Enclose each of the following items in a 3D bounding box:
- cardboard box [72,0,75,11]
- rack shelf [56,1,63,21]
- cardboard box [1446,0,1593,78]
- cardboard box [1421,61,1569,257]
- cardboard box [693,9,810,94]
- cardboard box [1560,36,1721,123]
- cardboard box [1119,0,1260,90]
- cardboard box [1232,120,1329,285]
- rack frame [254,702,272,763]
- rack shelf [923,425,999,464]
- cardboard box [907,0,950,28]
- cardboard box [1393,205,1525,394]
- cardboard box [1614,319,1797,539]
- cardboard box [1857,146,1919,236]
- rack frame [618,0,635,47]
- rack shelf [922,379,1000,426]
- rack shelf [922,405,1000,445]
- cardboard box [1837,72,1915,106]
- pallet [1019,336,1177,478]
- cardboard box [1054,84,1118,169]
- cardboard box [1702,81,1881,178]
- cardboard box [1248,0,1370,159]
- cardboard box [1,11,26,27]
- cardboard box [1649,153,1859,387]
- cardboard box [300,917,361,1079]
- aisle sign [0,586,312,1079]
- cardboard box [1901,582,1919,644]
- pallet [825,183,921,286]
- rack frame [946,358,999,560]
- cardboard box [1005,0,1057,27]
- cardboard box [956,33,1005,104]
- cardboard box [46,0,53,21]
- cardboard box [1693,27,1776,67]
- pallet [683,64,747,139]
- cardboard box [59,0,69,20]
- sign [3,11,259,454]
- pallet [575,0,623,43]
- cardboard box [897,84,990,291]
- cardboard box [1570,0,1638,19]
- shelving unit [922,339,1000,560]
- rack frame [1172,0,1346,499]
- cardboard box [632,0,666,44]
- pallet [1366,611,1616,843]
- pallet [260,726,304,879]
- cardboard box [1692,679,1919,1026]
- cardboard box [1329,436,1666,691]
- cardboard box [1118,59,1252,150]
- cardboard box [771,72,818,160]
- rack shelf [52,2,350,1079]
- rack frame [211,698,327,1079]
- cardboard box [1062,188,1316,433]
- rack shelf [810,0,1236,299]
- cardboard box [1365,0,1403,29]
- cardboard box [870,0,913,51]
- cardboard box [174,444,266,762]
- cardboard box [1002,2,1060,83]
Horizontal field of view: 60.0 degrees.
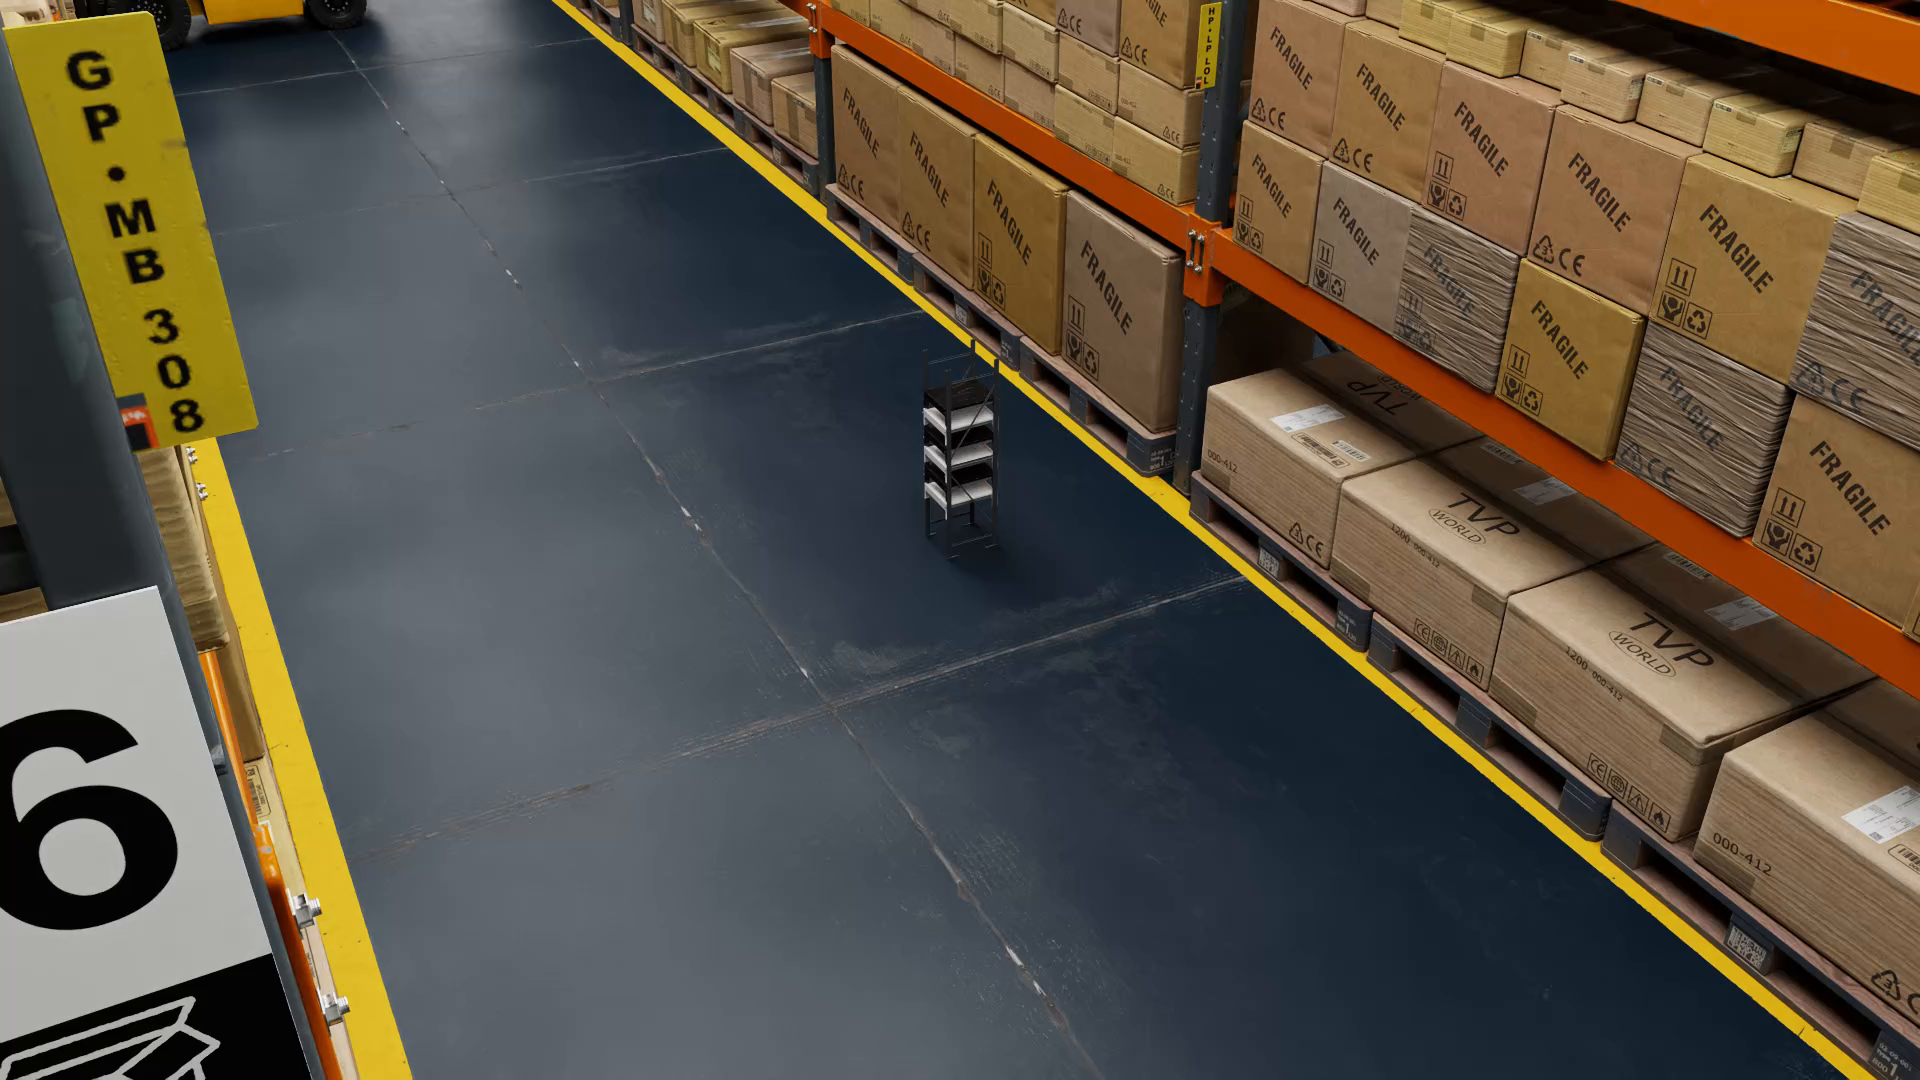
[{"bbox_3d":[-7.089,-4.195,12.713,0.500,0.250,0.500,-16,36,-24],"label":"cardboard box"},{"bbox_3d":[-3.878,-2.271,5.900,1.077,0.370,4.000,-16,36,-23],"label":"rack shelf"},{"bbox_3d":[1.811,-1.629,5.391,0.380,0.149,0.250,-17,36,-24],"label":"cardboard box"},{"bbox_3d":[1.910,-1.291,5.466,0.500,0.500,0.500,-15,36,-22],"label":"cardboard box"},{"bbox_3d":[-1.376,-3.571,12.090,0.950,0.372,0.625,-15,35,-22],"label":"cardboard box"},{"bbox_3d":[2.054,-1.395,5.026,0.380,0.149,0.250,-16,36,-23],"label":"cardboard box"},{"bbox_3d":[1.013,-2.220,6.914,0.500,0.500,0.500,-15,35,-22],"label":"cardboard box"},{"bbox_3d":[1.431,-1.359,6.497,0.500,0.500,0.500,-15,35,-22],"label":"cardboard box"},{"bbox_3d":[-2.946,-0.356,5.025,1.000,3.000,0.127,-16,36,-23],"label":"rack frame"},{"bbox_3d":[0.004,-0.423,6.971,0.258,0.077,0.200,-16,36,-23],"label":"rack shelf"},{"bbox_3d":[0.058,-2.871,8.626,0.500,0.250,0.500,-16,36,-23],"label":"cardboard box"},{"bbox_3d":[1.888,-0.879,5.748,0.500,0.500,0.500,-16,36,-23],"label":"cardboard box"},{"bbox_3d":[2.380,-0.390,4.985,0.500,0.500,0.500,-15,36,-22],"label":"cardboard box"},{"bbox_3d":[2.548,-0.902,4.257,0.380,0.149,0.250,-15,36,-22],"label":"cardboard box"},{"bbox_3d":[-2.287,-5.424,12.936,1.000,3.000,0.127,-16,36,-23],"label":"rack frame"},{"bbox_3d":[0.004,-0.574,6.874,0.258,0.077,0.200,-16,36,-23],"label":"rack shelf"},{"bbox_3d":[0.004,-0.499,6.922,0.258,0.077,0.200,-16,36,-23],"label":"rack shelf"},{"bbox_3d":[2.796,-1.296,4.871,0.380,0.149,0.250,-16,36,-23],"label":"cardboard box"},{"bbox_3d":[1.017,-0.782,8.274,1.003,0.211,1.213,-16,36,-23],"label":"pallet"},{"bbox_3d":[0.775,-1.937,7.632,0.500,0.250,0.500,-16,36,-24],"label":"cardboard box"},{"bbox_3d":[2.320,-1.150,4.643,0.380,0.149,0.250,-15,36,-22],"label":"cardboard box"},{"bbox_3d":[1.451,-1.781,6.230,0.500,0.500,0.500,-16,36,-23],"label":"cardboard box"},{"bbox_3d":[-1.066,-0.258,1.491,0.500,0.250,0.500,-16,36,-24],"label":"cardboard box"},{"bbox_3d":[2.376,-0.810,4.714,0.500,0.500,0.500,-16,36,-23],"label":"cardboard box"},{"bbox_3d":[-1.289,0.966,2.825,0.500,0.250,0.500,-15,36,-23],"label":"cardboard box"},{"bbox_3d":[-0.789,0.417,1.409,0.394,0.787,0.004,-16,36,-23],"label":"aisle sign"},{"bbox_3d":[2.849,0.097,4.226,0.500,0.500,0.500,-16,36,-23],"label":"cardboard box"},{"bbox_3d":[-0.121,-1.946,10.092,1.003,0.211,1.213,-16,36,-23],"label":"pallet"},{"bbox_3d":[0.051,-0.327,6.925,0.240,0.900,0.006,-16,36,-23],"label":"rack frame"},{"bbox_3d":[0.546,-2.712,7.682,0.500,0.500,0.500,-15,35,-22],"label":"cardboard box"},{"bbox_3d":[0.312,-2.428,8.399,0.500,0.250,0.500,-16,36,-23],"label":"cardboard box"},{"bbox_3d":[-2.019,-1.021,3.146,0.500,0.250,0.500,-15,36,-22],"label":"cardboard box"},{"bbox_3d":[2.537,-1.536,5.246,0.380,0.149,0.250,-16,36,-23],"label":"cardboard box"},{"bbox_3d":[-1.349,-3.296,12.199,1.003,0.211,1.213,-16,36,-23],"label":"pallet"},{"bbox_3d":[-4.780,-2.692,8.347,0.500,0.250,0.500,-16,36,-23],"label":"cardboard box"},{"bbox_3d":[-0.601,-0.215,1.214,0.100,0.325,0.005,-16,36,-23],"label":"sign"},{"bbox_3d":[-2.631,-4.562,14.175,1.003,0.211,1.213,-16,36,-23],"label":"pallet"},{"bbox_3d":[0.239,-2.020,9.203,0.875,0.875,0.875,-15,36,-23],"label":"cardboard box"},{"bbox_3d":[2.286,-1.774,5.618,0.380,0.149,0.250,-16,36,-23],"label":"cardboard box"},{"bbox_3d":[0.004,-0.375,7.001,0.258,0.900,0.210,-16,36,-23],"label":"shelving unit"},{"bbox_3d":[1.443,-1.606,6.977,1.000,3.000,0.127,-16,36,-23],"label":"rack frame"},{"bbox_3d":[-2.040,-4.245,13.142,0.950,0.372,0.625,-15,36,-23],"label":"cardboard box"},{"bbox_3d":[2.302,0.533,6.222,1.003,0.211,1.213,-16,36,-23],"label":"pallet"},{"bbox_3d":[-2.627,1.146,5.266,1.003,0.211,1.213,-16,36,-23],"label":"pallet"},{"bbox_3d":[2.912,0.915,5.027,0.875,0.438,0.875,-17,36,-25],"label":"cardboard box"},{"bbox_3d":[2.059,0.049,6.378,0.875,0.438,0.875,-17,36,-24],"label":"cardboard box"},{"bbox_3d":[1.023,-1.903,7.115,0.500,0.250,0.500,-16,36,-23],"label":"cardboard box"},{"bbox_3d":[-0.676,-2.858,10.977,0.950,0.372,0.625,-18,37,-26],"label":"cardboard box"},{"bbox_3d":[-2.013,-0.362,2.920,1.077,0.370,4.000,-16,36,-23],"label":"rack shelf"},{"bbox_3d":[-1.081,1.553,2.046,1.000,3.000,0.127,-16,36,-23],"label":"rack frame"},{"bbox_3d":[1.084,-1.164,7.867,0.875,0.875,0.875,-15,35,-22],"label":"cardboard box"},{"bbox_3d":[0.511,-2.258,8.661,1.077,0.370,4.000,-16,36,-23],"label":"rack shelf"},{"bbox_3d":[1.651,-1.897,5.810,0.380,0.149,0.250,-16,36,-24],"label":"cardboard box"},{"bbox_3d":[-0.161,-2.915,9.158,0.500,0.250,0.500,-17,36,-24],"label":"cardboard box"},{"bbox_3d":[-1.754,0.175,3.365,0.500,0.500,0.500,-15,36,-22],"label":"cardboard box"},{"bbox_3d":[0.536,-2.385,7.868,0.500,0.250,0.500,-15,36,-22],"label":"cardboard box"}]
